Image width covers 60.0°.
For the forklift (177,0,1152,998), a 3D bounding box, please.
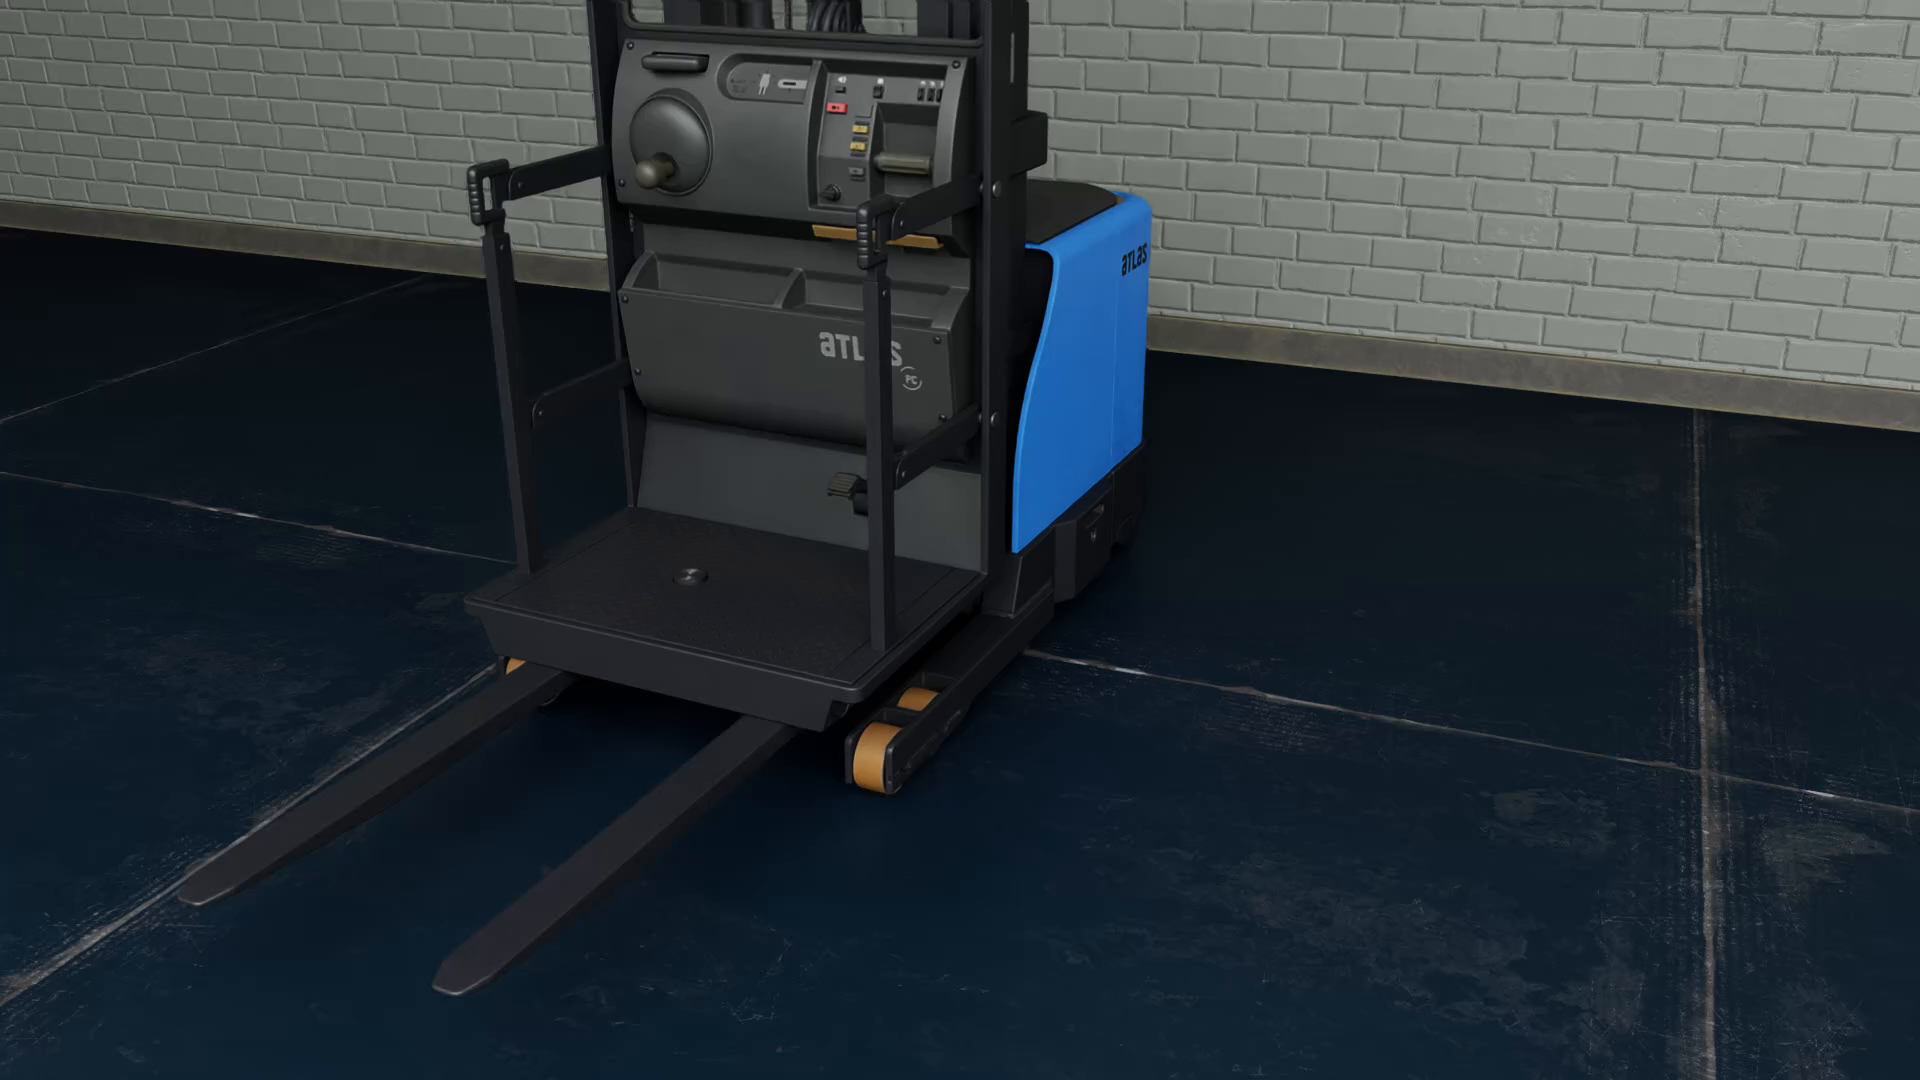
[{"bbox_3d":[-0.506,-0.956,3.735,1.130,2.935,3.031,10,25,23],"label":"forklift"}]
